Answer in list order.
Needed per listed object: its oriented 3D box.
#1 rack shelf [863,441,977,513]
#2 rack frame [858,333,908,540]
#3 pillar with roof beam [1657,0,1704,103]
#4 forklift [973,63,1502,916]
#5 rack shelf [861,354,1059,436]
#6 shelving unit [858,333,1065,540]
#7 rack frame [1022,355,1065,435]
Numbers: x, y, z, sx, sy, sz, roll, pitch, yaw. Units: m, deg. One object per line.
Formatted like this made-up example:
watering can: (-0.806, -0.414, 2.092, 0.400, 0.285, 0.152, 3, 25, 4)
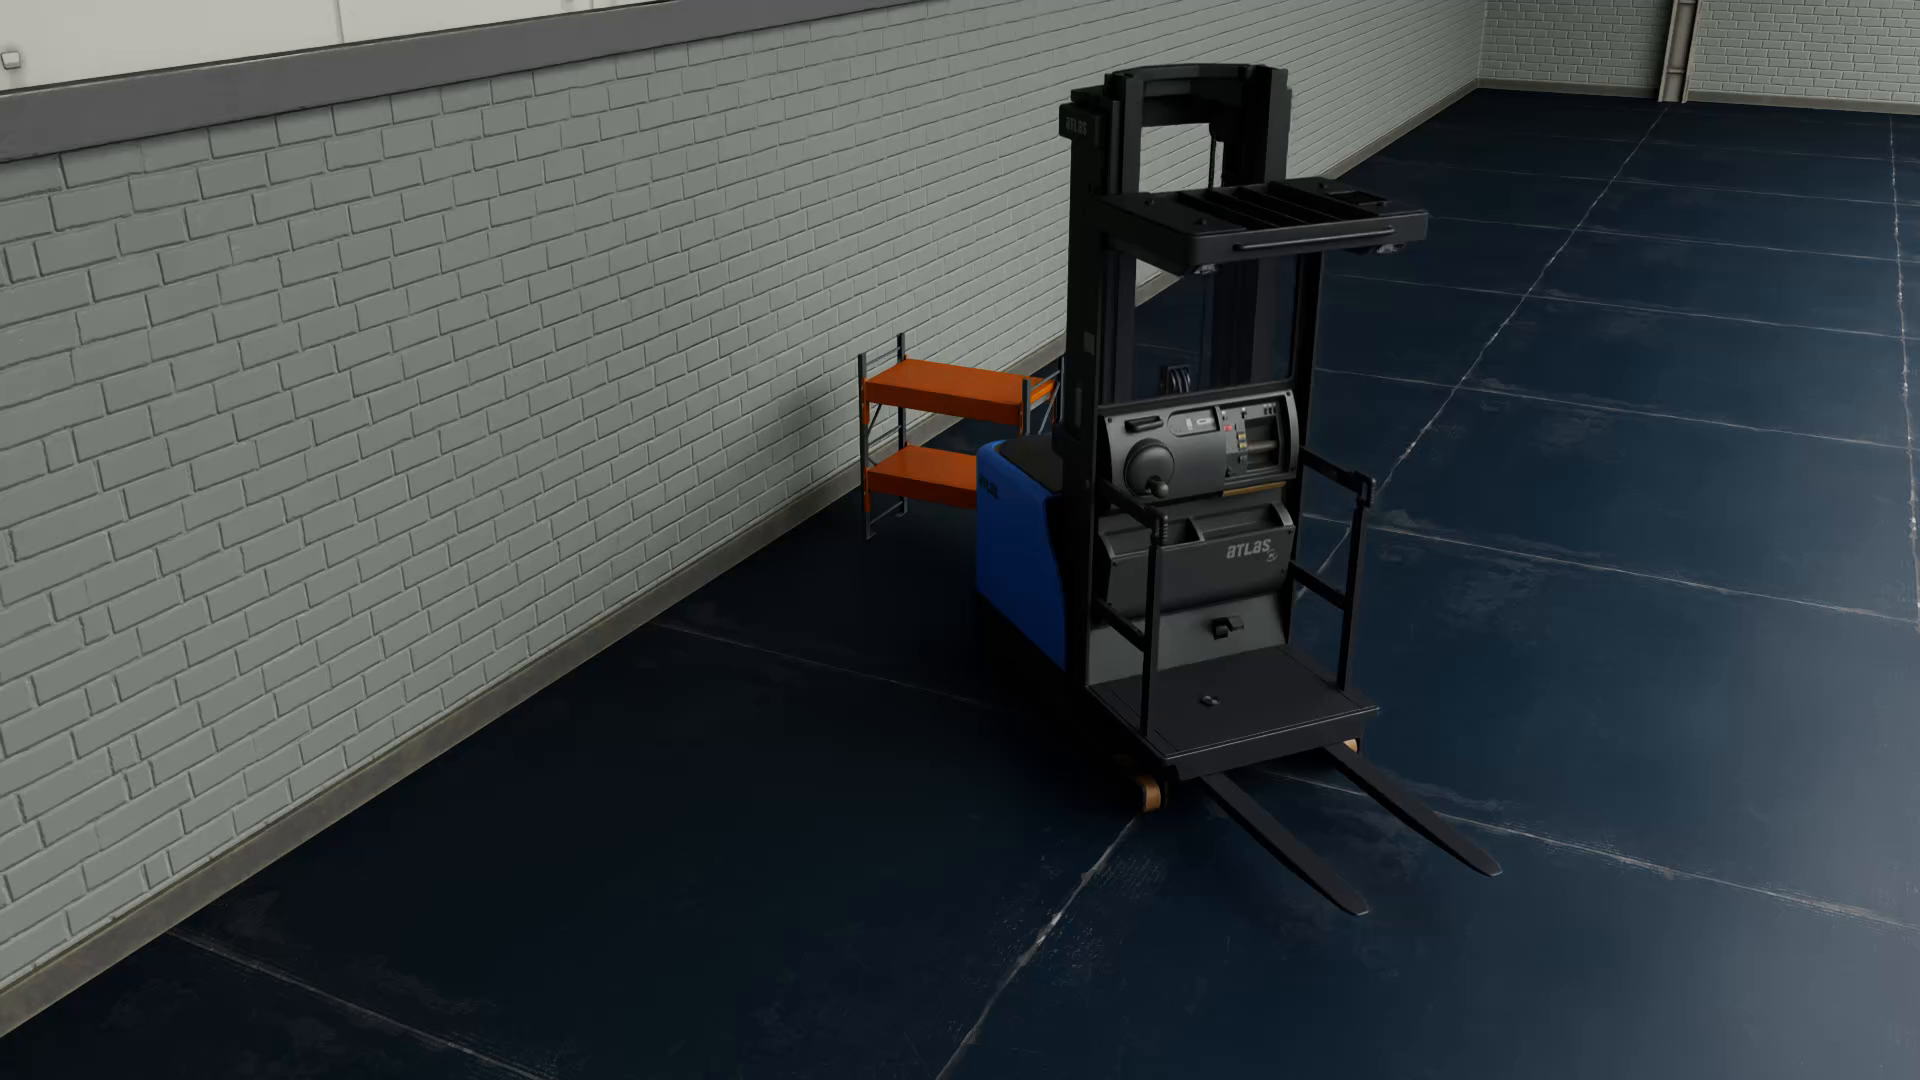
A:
rack shelf: (0.006, -0.291, 9.623, 1.000, 0.278, 0.538, 11, 25, 25)
rack frame: (-0.448, -0.606, 9.738, 0.032, 1.125, 0.500, 11, 25, 25)
pillar with roof beam: (9.075, -9.431, 20.428, 0.400, 9.000, 9.100, 11, 25, 25)
forklift: (1.123, -0.384, 6.908, 1.130, 2.935, 3.031, -10, 25, -22)
rack shelf: (0.006, -0.786, 9.413, 1.000, 0.278, 0.538, 11, 25, 25)
shelving unit: (0.006, -0.516, 9.527, 1.048, 1.125, 0.538, 11, 25, 25)
rack frame: (0.460, -0.427, 9.316, 0.032, 1.125, 0.500, 11, 25, 25)
